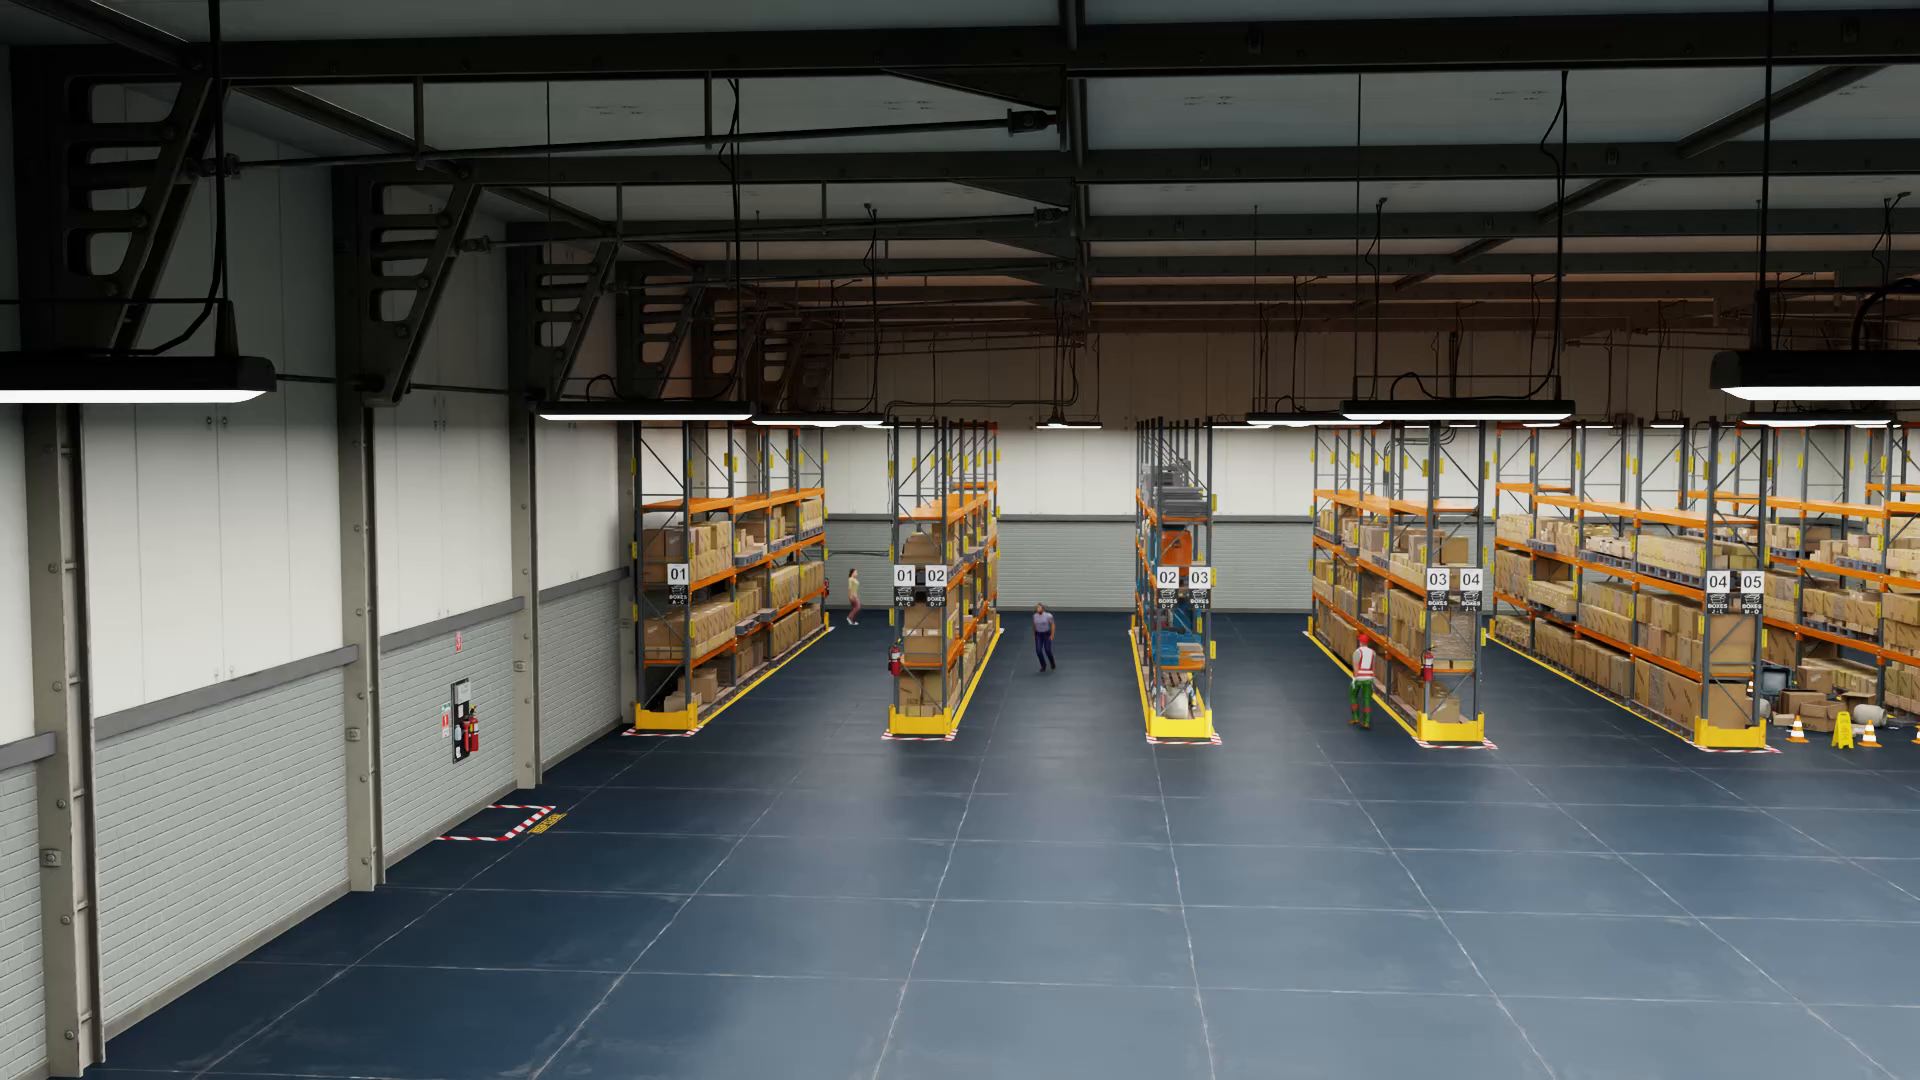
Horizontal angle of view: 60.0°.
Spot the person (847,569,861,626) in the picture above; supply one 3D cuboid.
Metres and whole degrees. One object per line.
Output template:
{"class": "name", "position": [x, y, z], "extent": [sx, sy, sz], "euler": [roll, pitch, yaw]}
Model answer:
{"class": "person", "position": [-3.119, 1.675, 49.010], "extent": [0.424, 1.667, 0.477], "euler": [0, 4, 4]}

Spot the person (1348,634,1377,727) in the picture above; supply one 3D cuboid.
{"class": "person", "position": [7.836, 2.734, 32.263], "extent": [0.547, 1.807, 0.542], "euler": [0, 4, -4]}

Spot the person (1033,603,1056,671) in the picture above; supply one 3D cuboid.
{"class": "person", "position": [2.014, 2.314, 39.890], "extent": [0.553, 1.631, 0.482], "euler": [1, 4, 22]}
